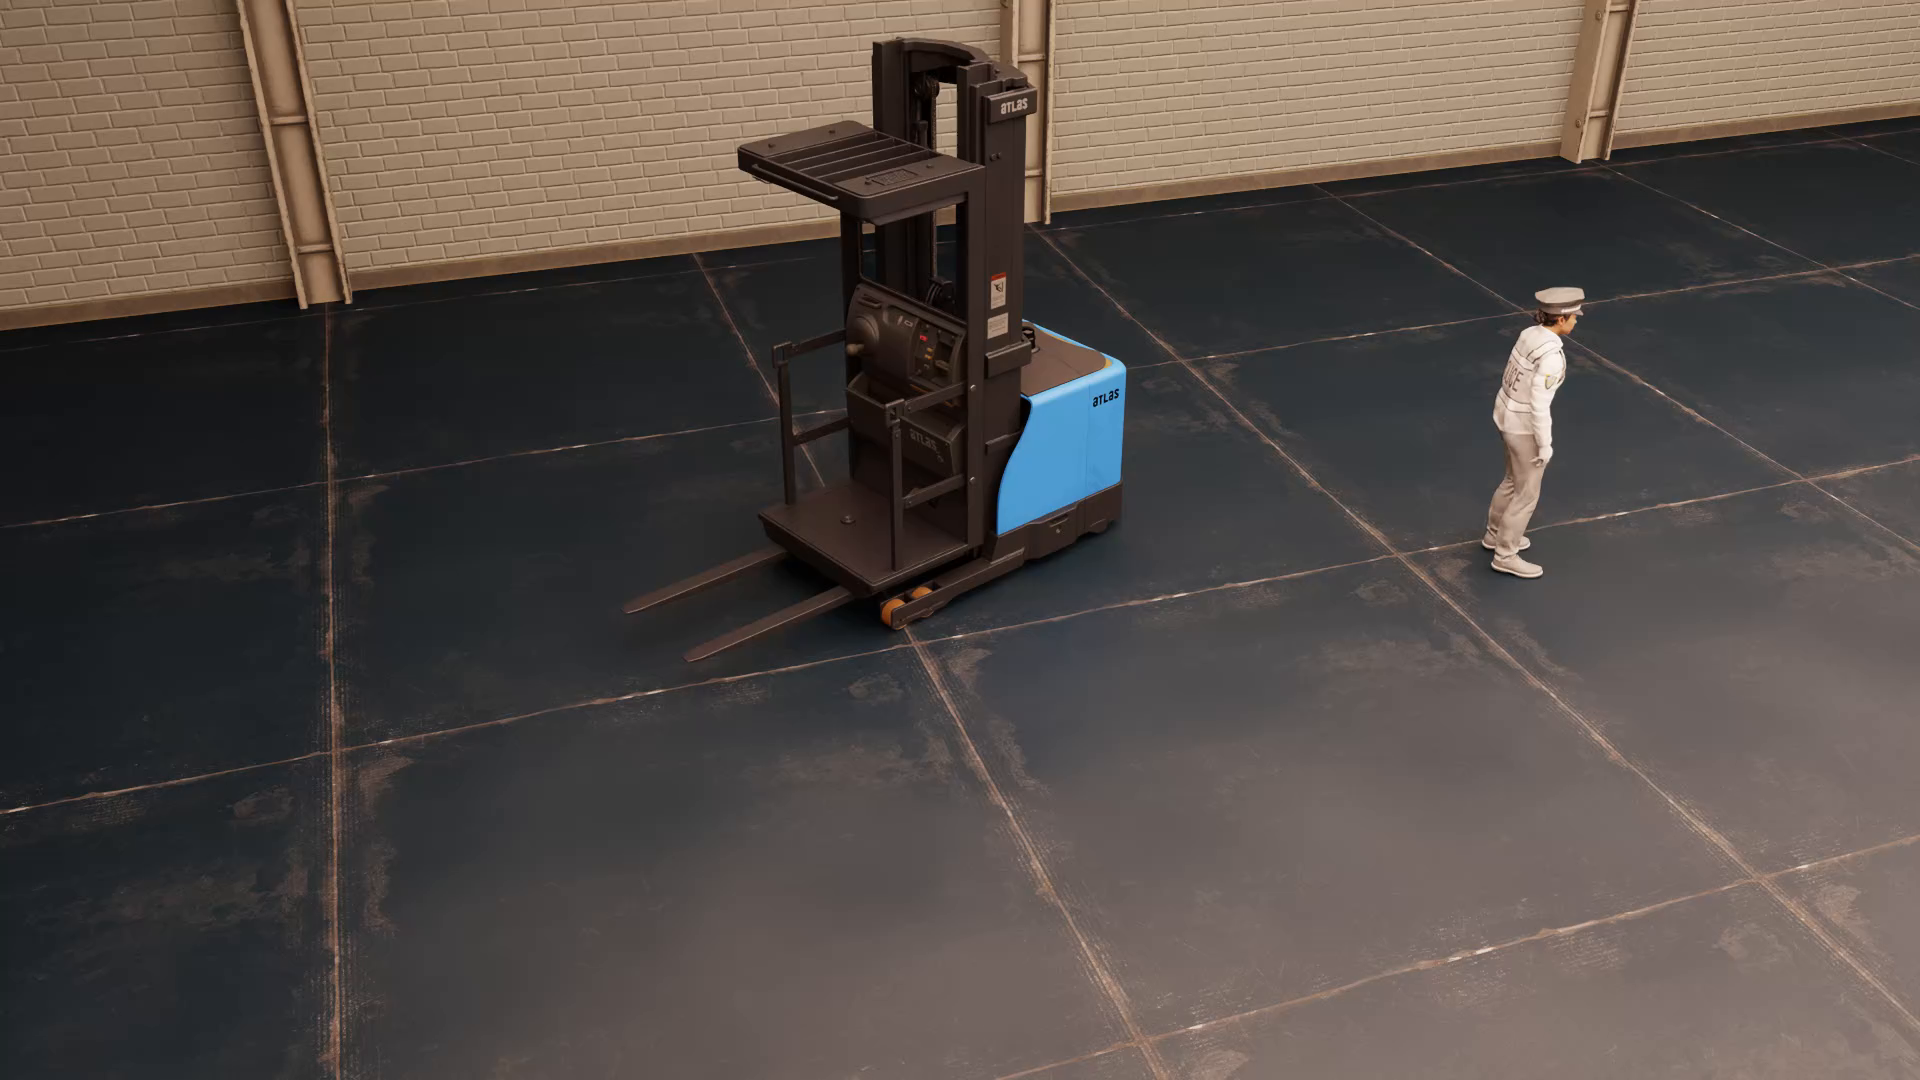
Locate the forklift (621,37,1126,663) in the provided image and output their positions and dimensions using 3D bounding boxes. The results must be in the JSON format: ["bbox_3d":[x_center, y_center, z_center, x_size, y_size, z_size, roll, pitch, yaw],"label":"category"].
[{"bbox_3d":[-0.461,-1.072,8.951,3.031,2.935,1.130,-23,37,-34],"label":"forklift"}]

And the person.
[{"bbox_3d":[3.231,-0.633,9.457,0.371,1.666,0.547,1,30,2],"label":"person"}]
